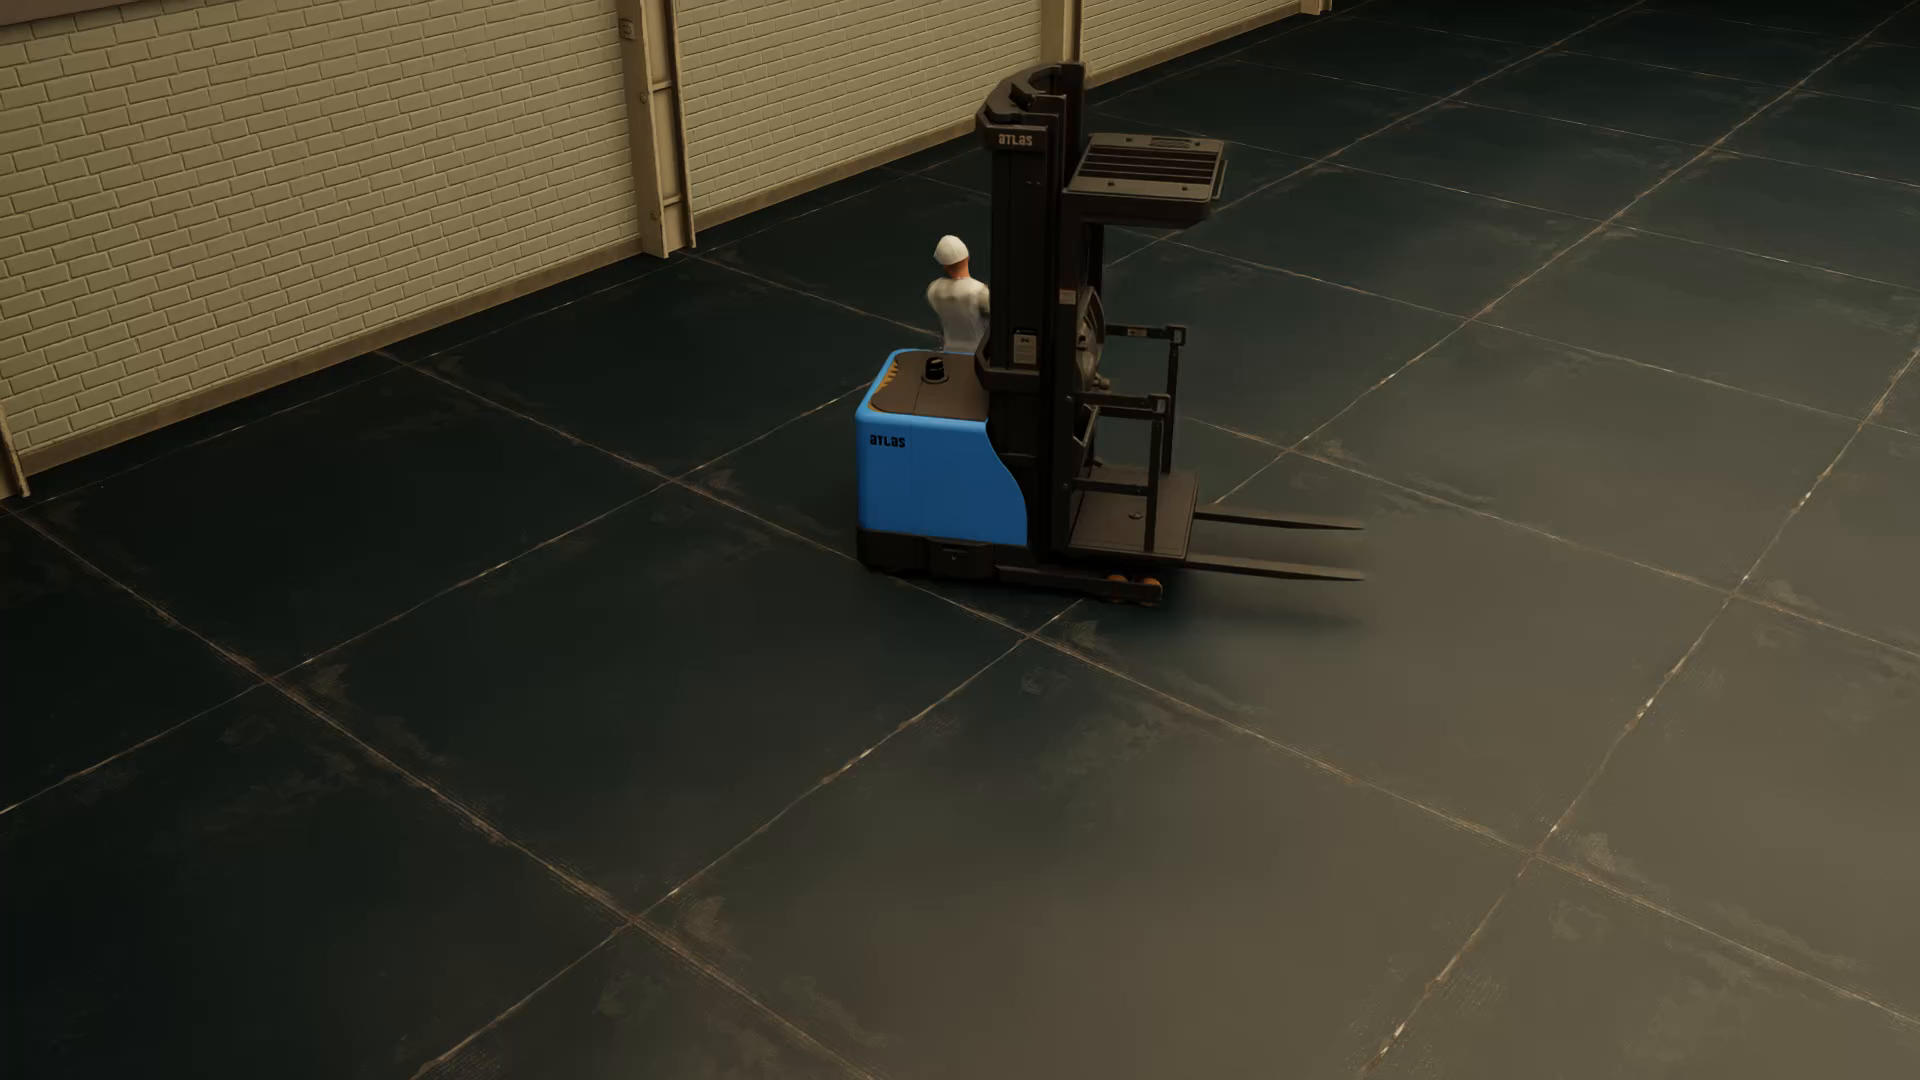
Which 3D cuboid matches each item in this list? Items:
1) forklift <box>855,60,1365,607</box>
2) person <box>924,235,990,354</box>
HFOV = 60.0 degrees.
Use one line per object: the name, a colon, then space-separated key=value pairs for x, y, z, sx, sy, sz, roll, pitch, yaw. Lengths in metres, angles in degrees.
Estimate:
forklift: x=0.941 y=-1.166 z=9.591 sx=3.031 sy=2.935 sz=1.130 roll=6 pitch=31 yaw=10
person: x=0.209 y=-1.195 z=10.906 sx=0.848 sy=1.729 sz=0.894 roll=12 pitch=32 yaw=20
